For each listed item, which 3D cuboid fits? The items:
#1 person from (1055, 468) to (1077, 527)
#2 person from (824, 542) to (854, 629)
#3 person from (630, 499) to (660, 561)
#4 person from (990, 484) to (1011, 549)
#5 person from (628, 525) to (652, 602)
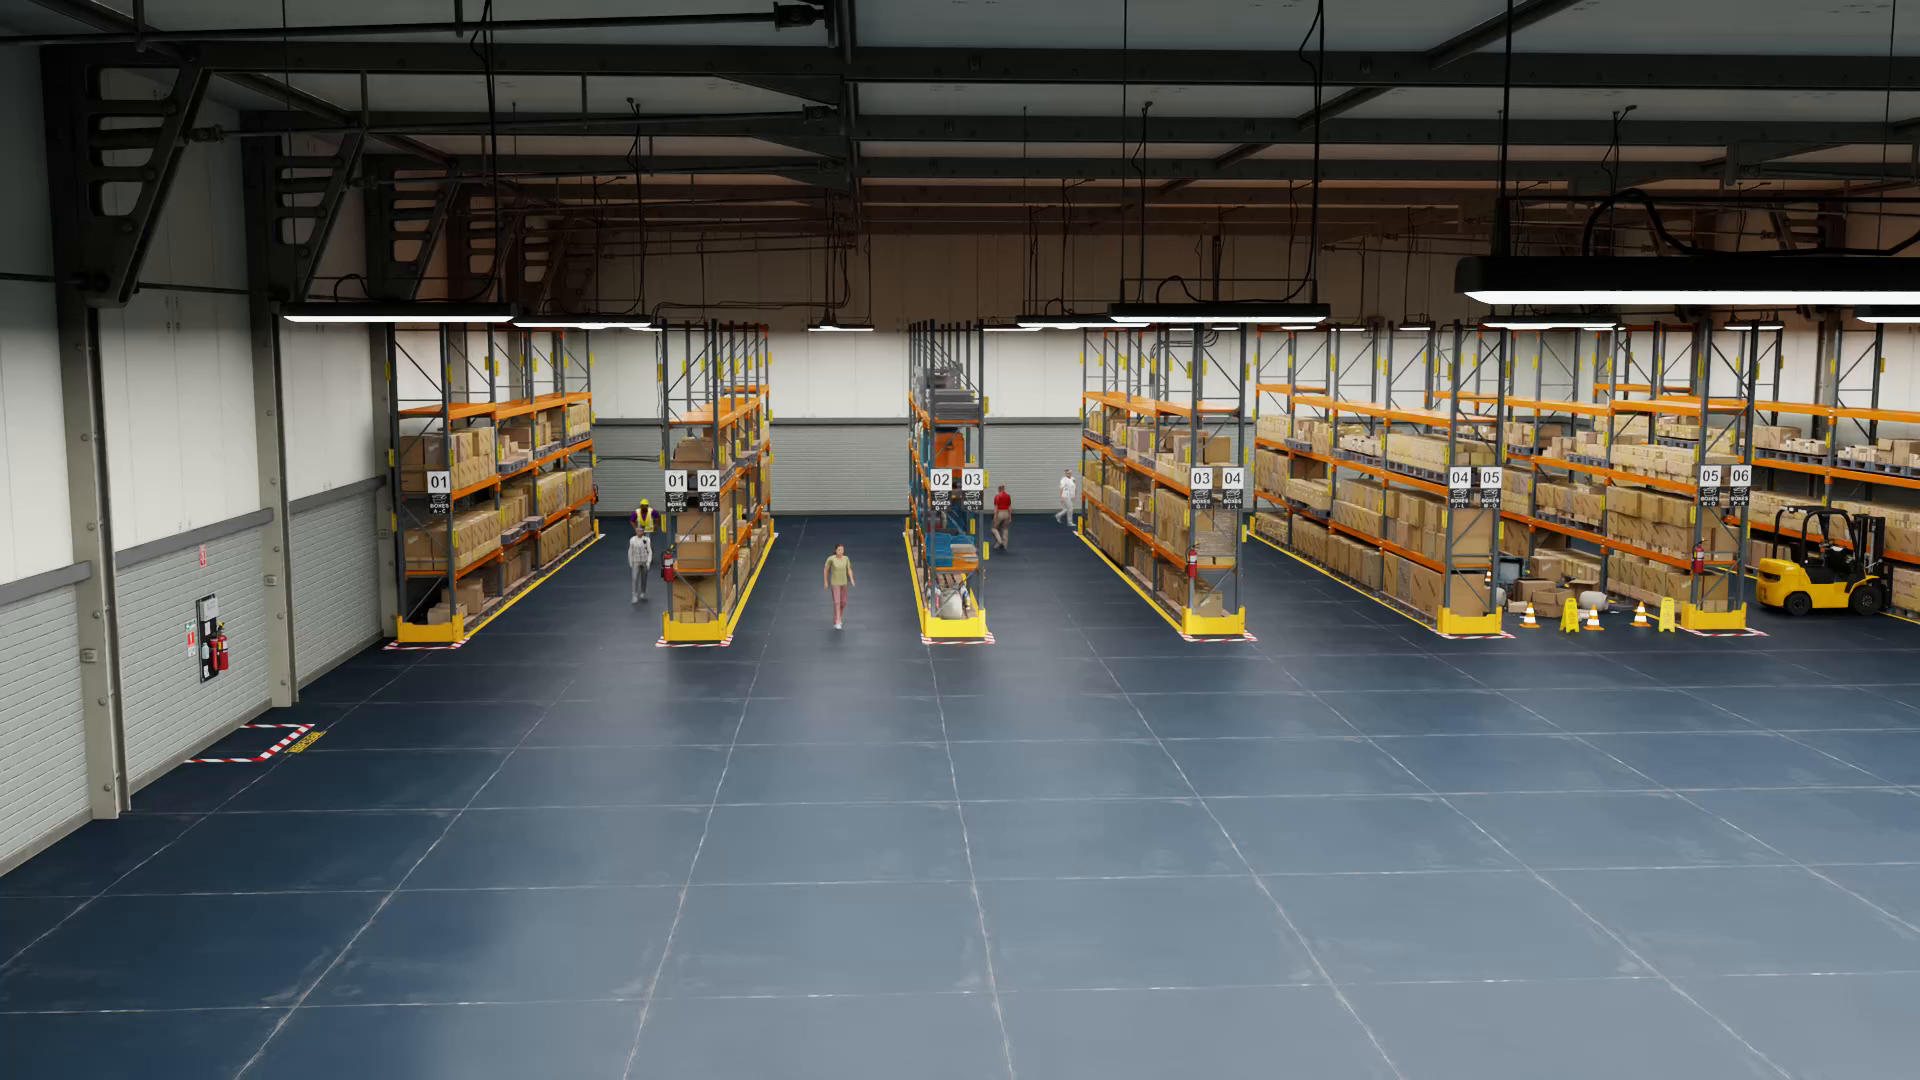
[{"bbox_3d":[3.197,-1.294,49.693,0.816,1.731,0.523,5,8,33],"label":"person"},{"bbox_3d":[-2.376,0.872,32.630,0.514,1.668,0.765,-4,8,-31],"label":"person"},{"bbox_3d":[-7.837,-0.208,41.395,0.675,1.659,0.708,1,7,6],"label":"person"},{"bbox_3d":[1.113,-0.628,44.486,0.579,1.725,0.431,-5,8,-33],"label":"person"},{"bbox_3d":[-6.868,0.479,35.767,0.498,1.628,0.925,-2,7,-16],"label":"person"}]
